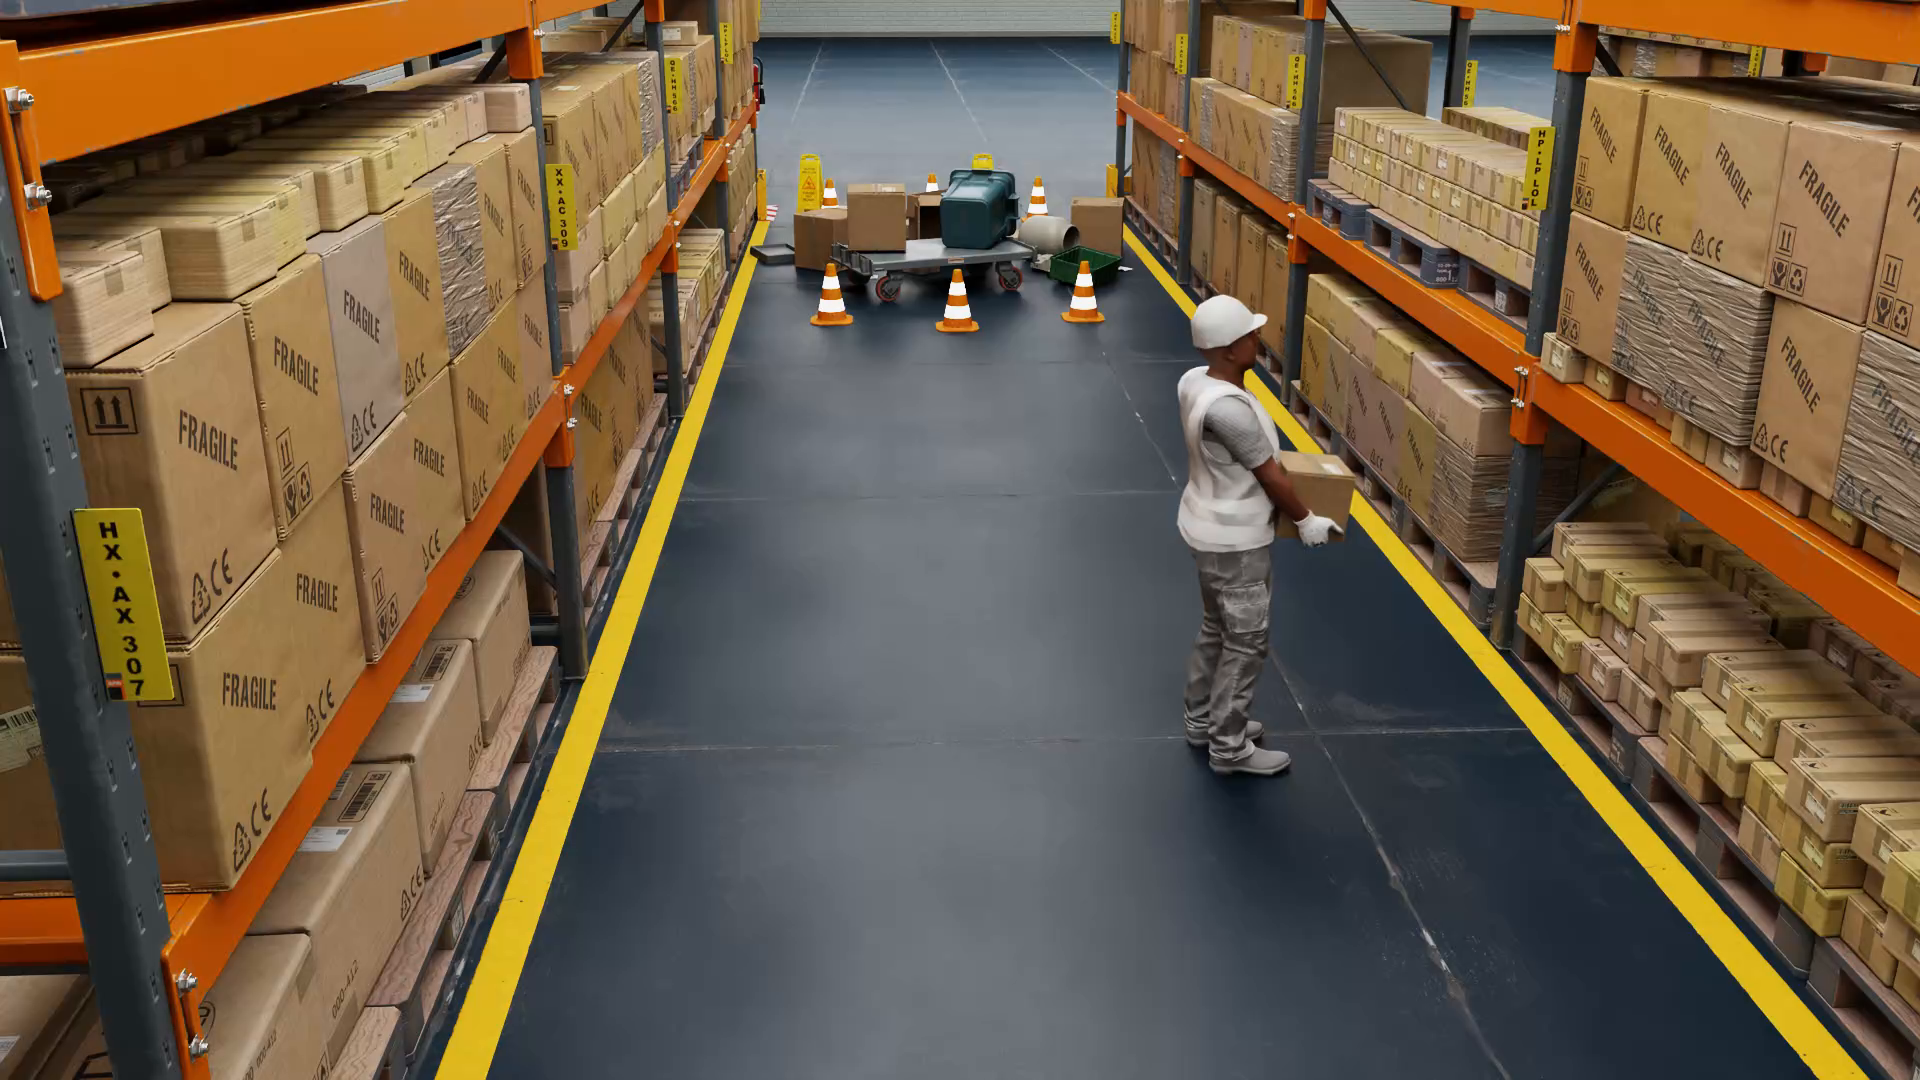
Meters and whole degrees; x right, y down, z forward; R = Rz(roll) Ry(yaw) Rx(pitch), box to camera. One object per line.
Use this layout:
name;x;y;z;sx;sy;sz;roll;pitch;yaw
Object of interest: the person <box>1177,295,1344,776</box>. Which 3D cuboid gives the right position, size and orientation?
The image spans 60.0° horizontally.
person;1.077;-0.013;6.089;0.574;1.780;0.490;-1;20;-3
